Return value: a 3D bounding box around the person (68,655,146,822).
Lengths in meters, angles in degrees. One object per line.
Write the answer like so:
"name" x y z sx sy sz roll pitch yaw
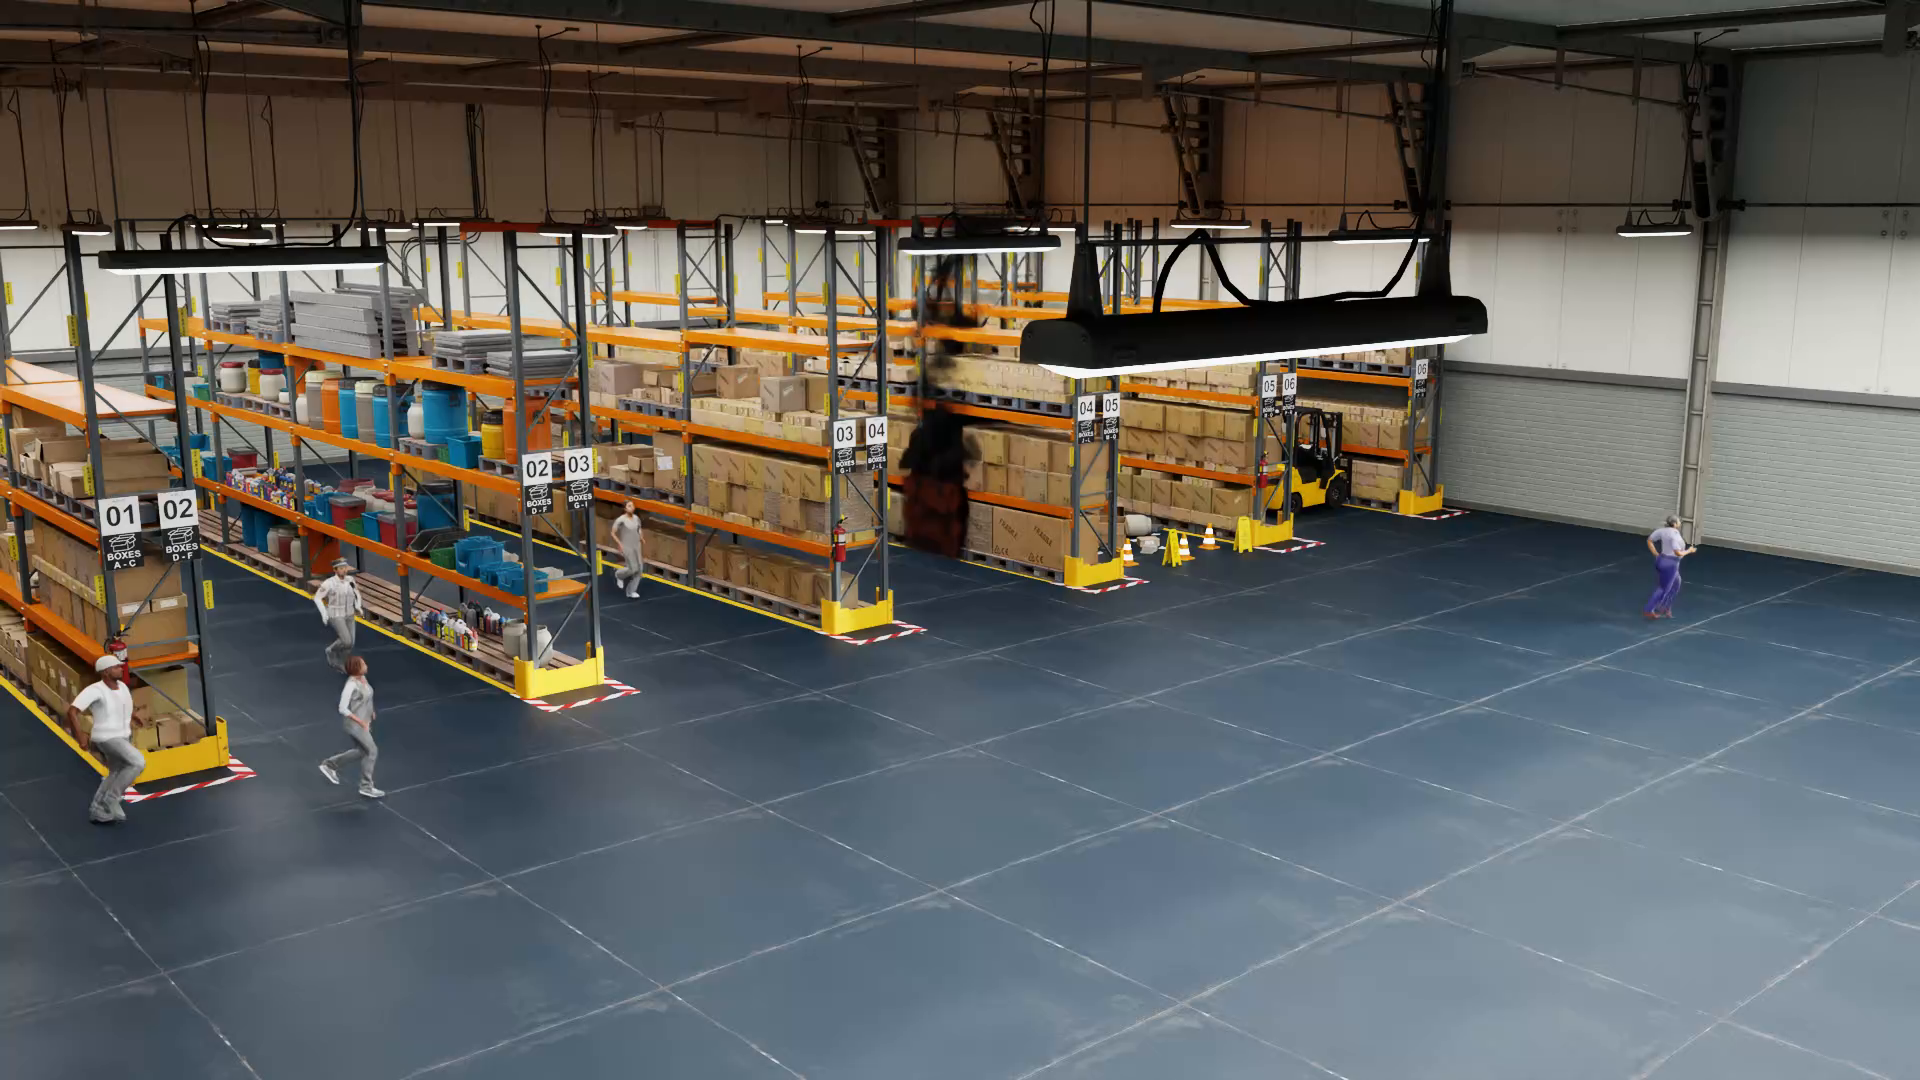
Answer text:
"person" -8.787 2.053 17.336 0.649 1.689 0.725 0 11 2

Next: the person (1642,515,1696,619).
"person" 10.908 0.444 25.616 0.759 1.675 0.554 0 11 -2

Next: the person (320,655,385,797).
"person" -6.603 2.016 17.951 0.663 1.599 0.540 -1 11 -7

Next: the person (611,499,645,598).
"person" -5.380 0.136 27.108 0.569 1.621 0.564 10 15 42

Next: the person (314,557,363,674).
"person" -8.383 1.037 22.607 0.575 1.638 0.603 8 14 36
